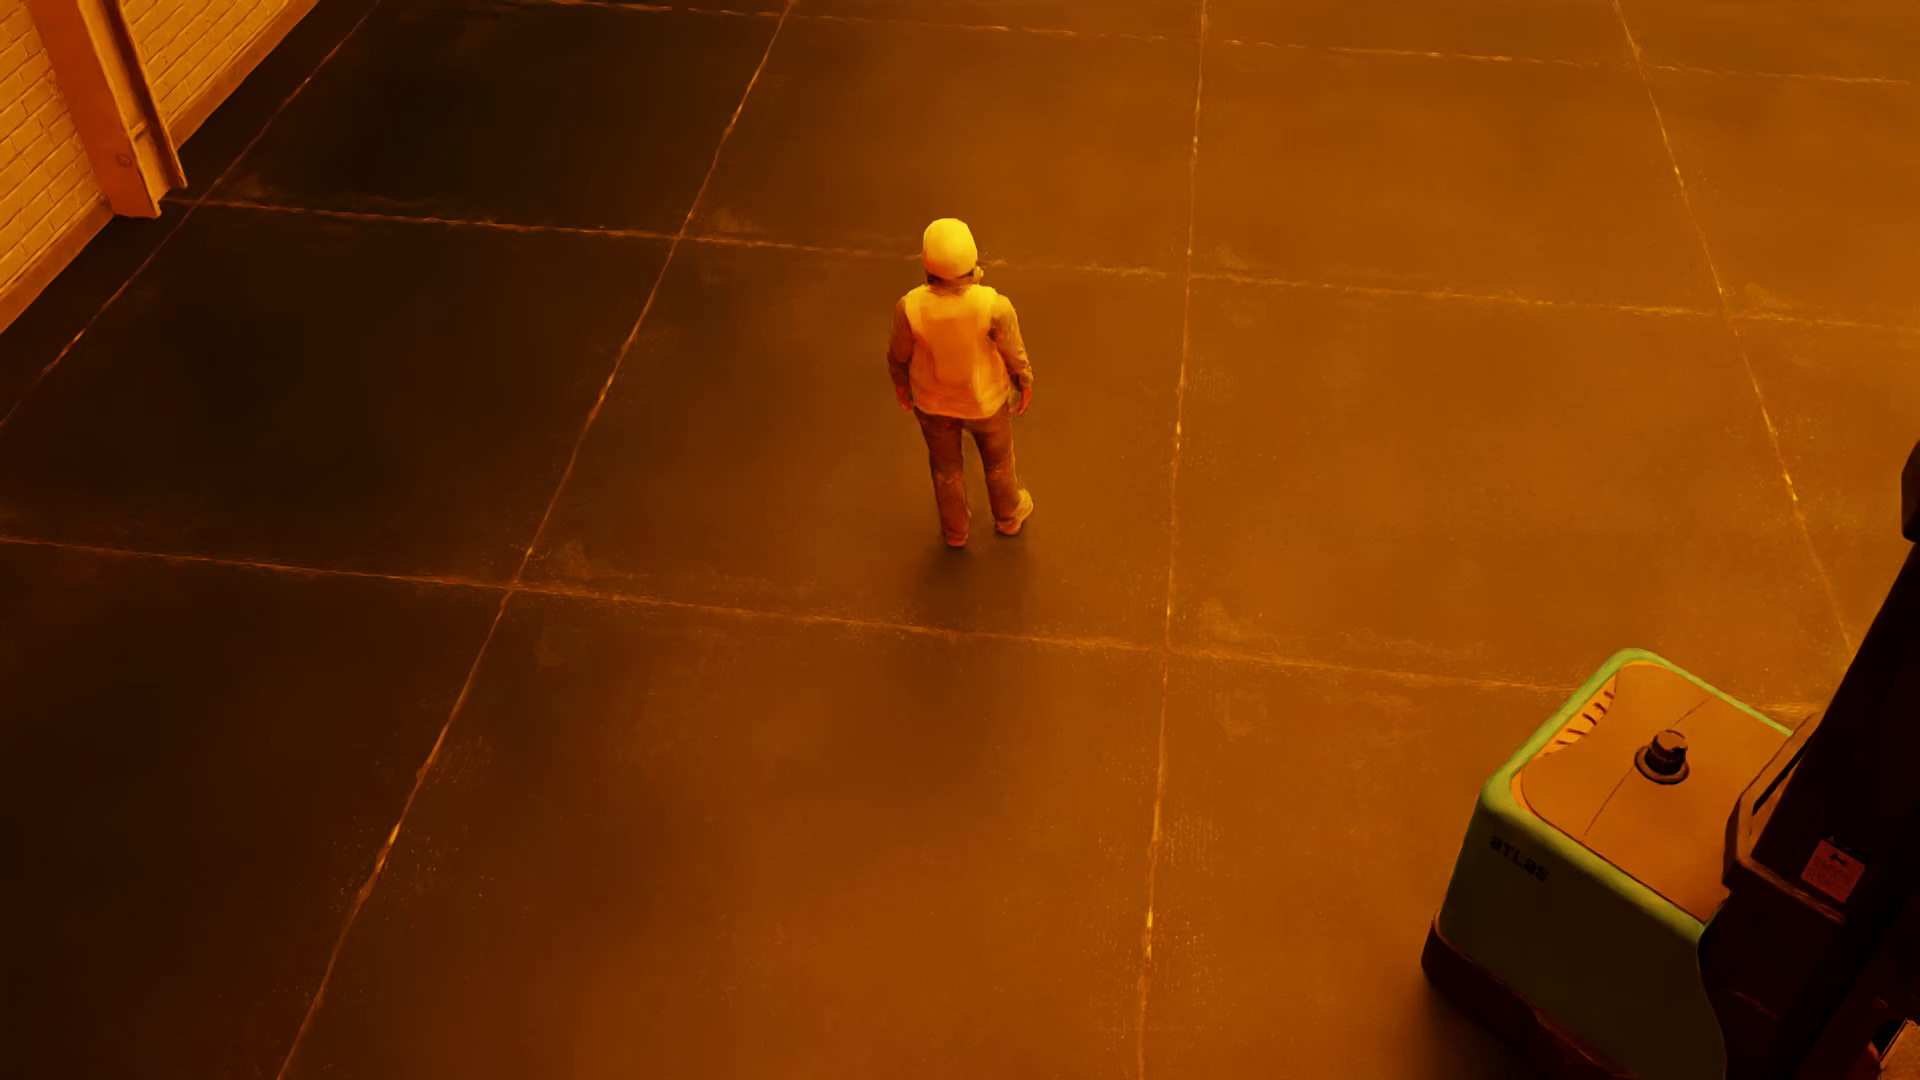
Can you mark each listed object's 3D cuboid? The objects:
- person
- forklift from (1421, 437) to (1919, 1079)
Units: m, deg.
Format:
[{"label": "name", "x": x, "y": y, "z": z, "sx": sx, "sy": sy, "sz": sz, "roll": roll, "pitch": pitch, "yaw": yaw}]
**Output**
[{"label": "person", "x": 0.016, "y": -0.700, "z": 7.331, "sx": 0.632, "sy": 1.773, "sz": 0.567, "roll": 5, "pitch": 43, "yaw": 6}, {"label": "forklift", "x": 3.083, "y": 1.010, "z": 4.625, "sx": 1.130, "sy": 2.935, "sz": 3.031, "roll": -34, "pitch": 52, "yaw": -31}]
